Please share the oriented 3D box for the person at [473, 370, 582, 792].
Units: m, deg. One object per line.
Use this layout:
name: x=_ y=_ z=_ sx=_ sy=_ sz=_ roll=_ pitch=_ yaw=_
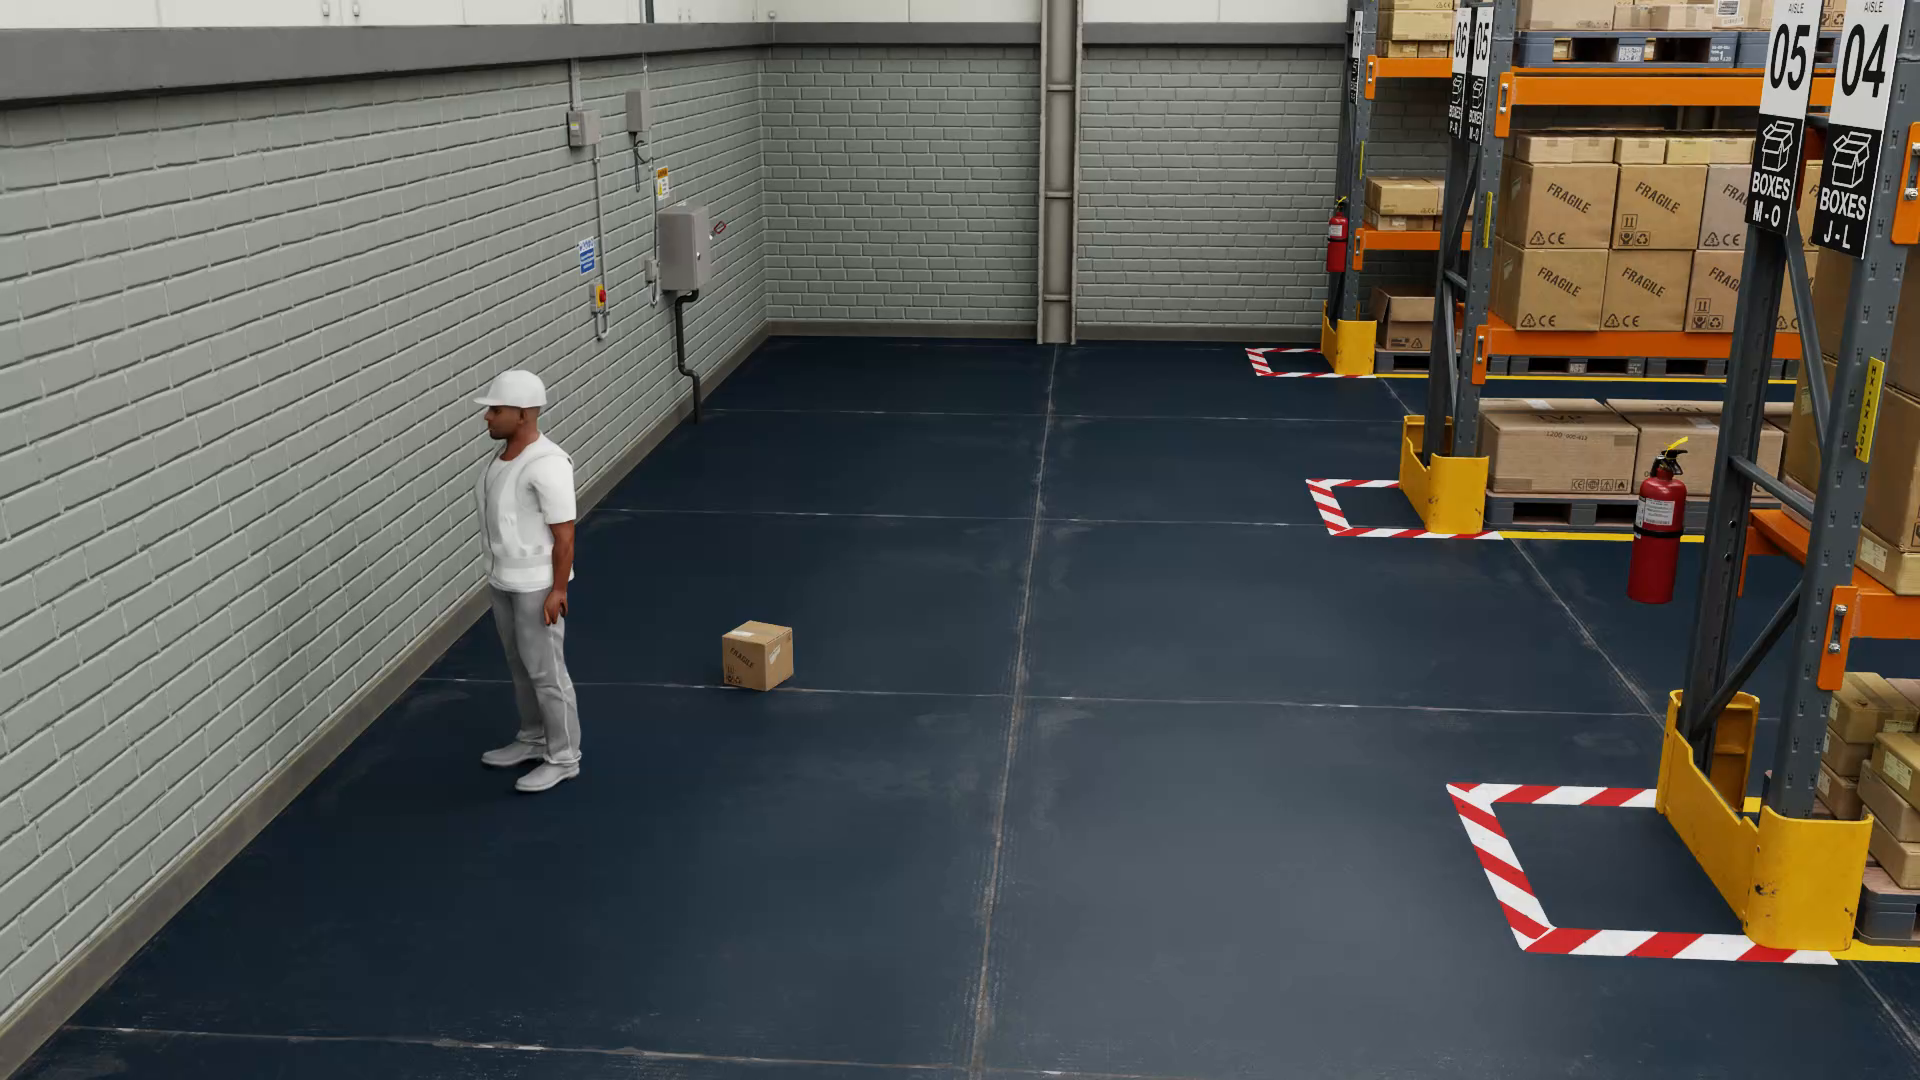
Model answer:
person: x=-1.822 y=0.166 z=6.969 sx=0.363 sy=1.771 sz=0.566 roll=-14 pitch=22 yaw=-37
